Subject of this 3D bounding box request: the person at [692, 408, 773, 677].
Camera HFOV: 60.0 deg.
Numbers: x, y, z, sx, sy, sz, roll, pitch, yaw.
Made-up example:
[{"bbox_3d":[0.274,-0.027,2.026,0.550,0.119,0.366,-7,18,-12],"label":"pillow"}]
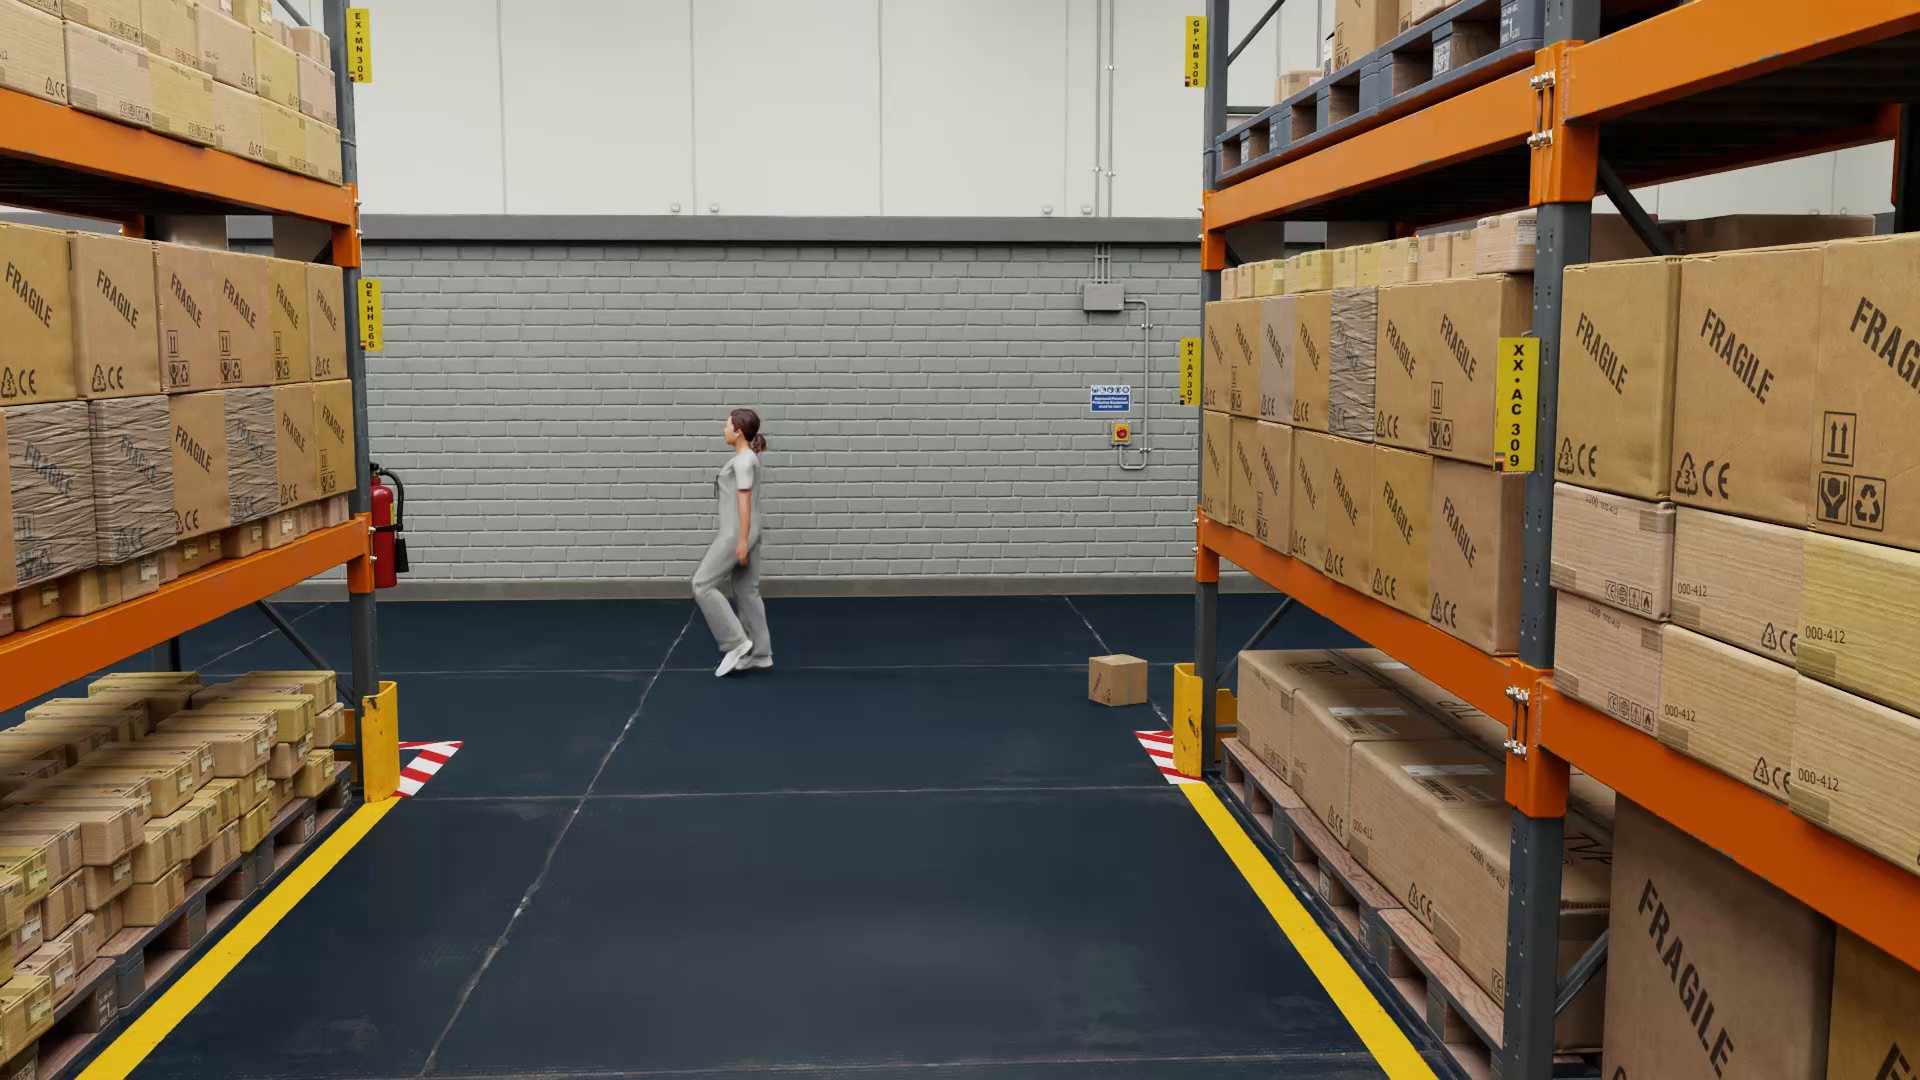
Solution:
[{"bbox_3d":[-1.440,0.012,10.564,0.486,1.690,0.477,0,7,2],"label":"person"}]
